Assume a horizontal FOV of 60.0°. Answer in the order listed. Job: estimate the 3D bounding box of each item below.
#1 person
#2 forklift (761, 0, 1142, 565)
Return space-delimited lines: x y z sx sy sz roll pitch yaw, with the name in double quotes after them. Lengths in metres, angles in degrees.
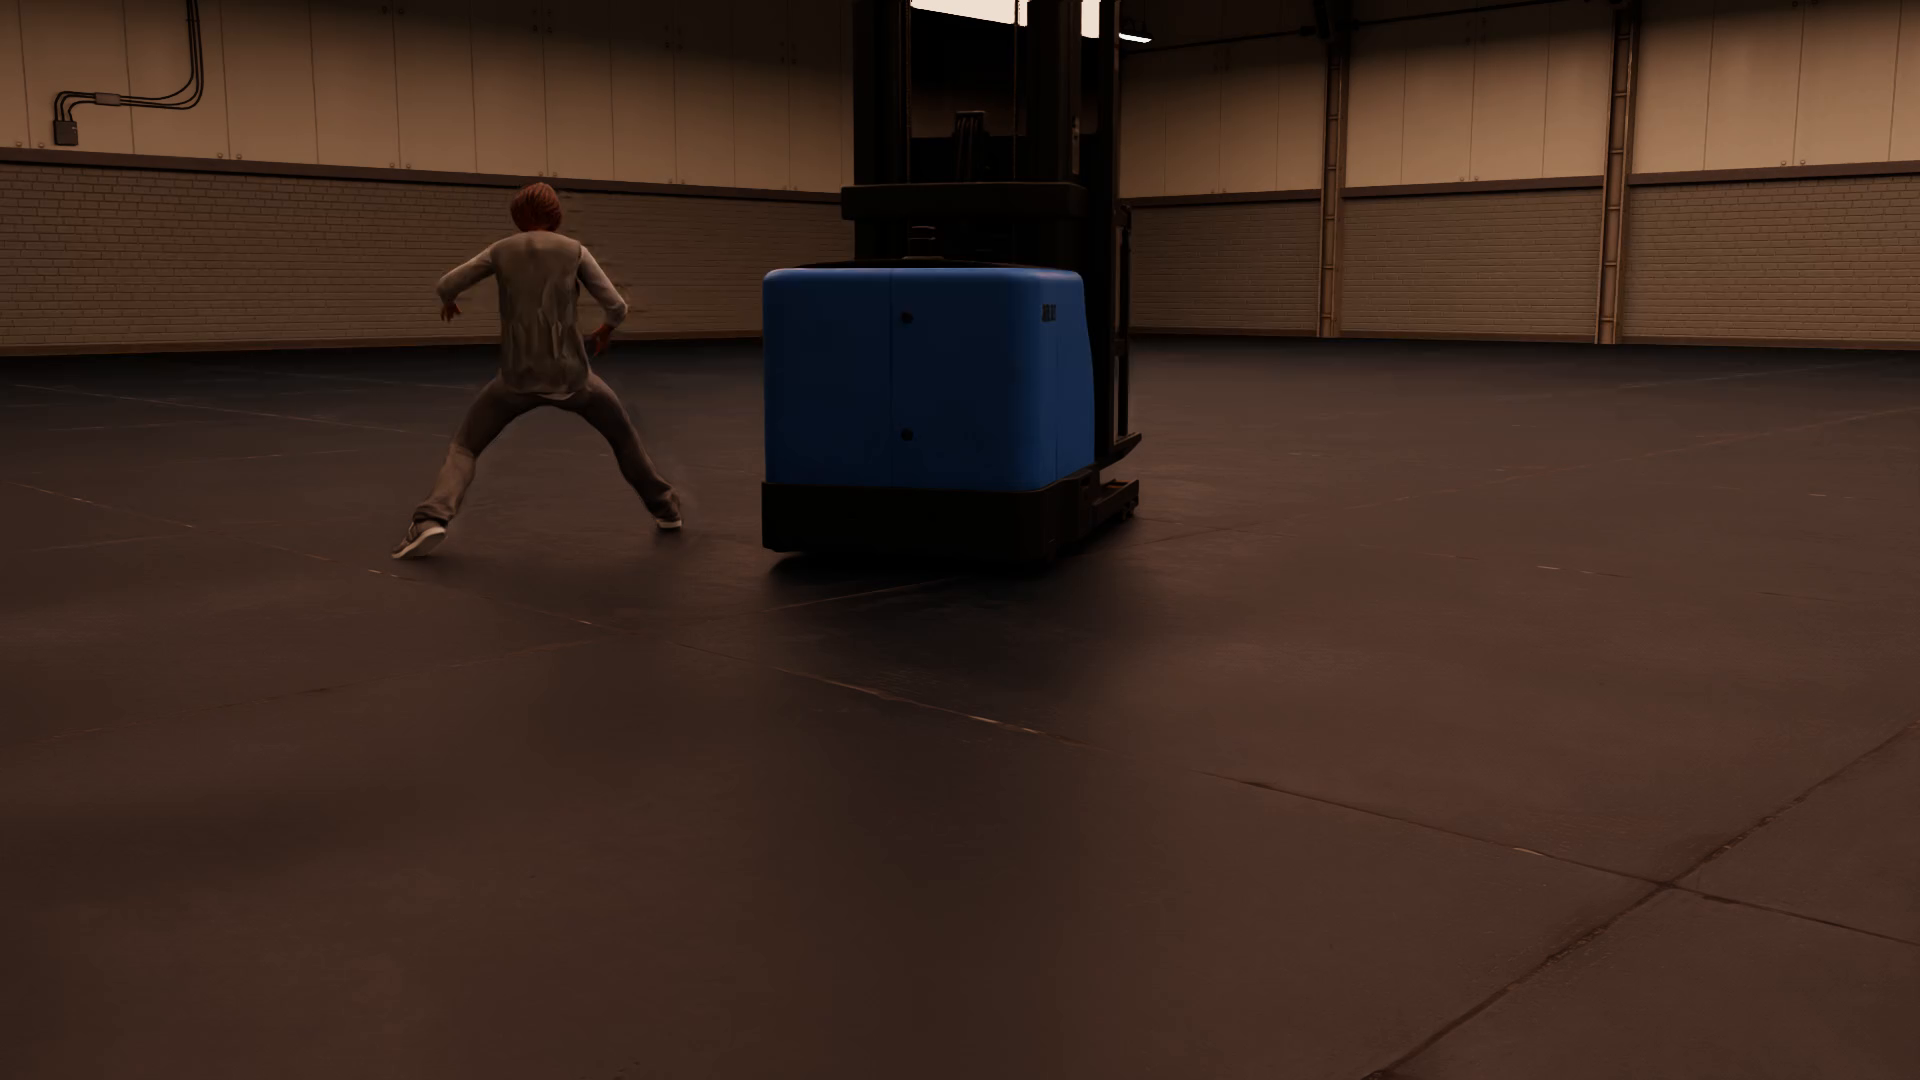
-1.662 -0.681 6.560 1.073 1.428 0.867 -1 9 -8 "person"
0.176 -1.540 7.103 1.130 2.935 3.031 2 9 16 "forklift"
